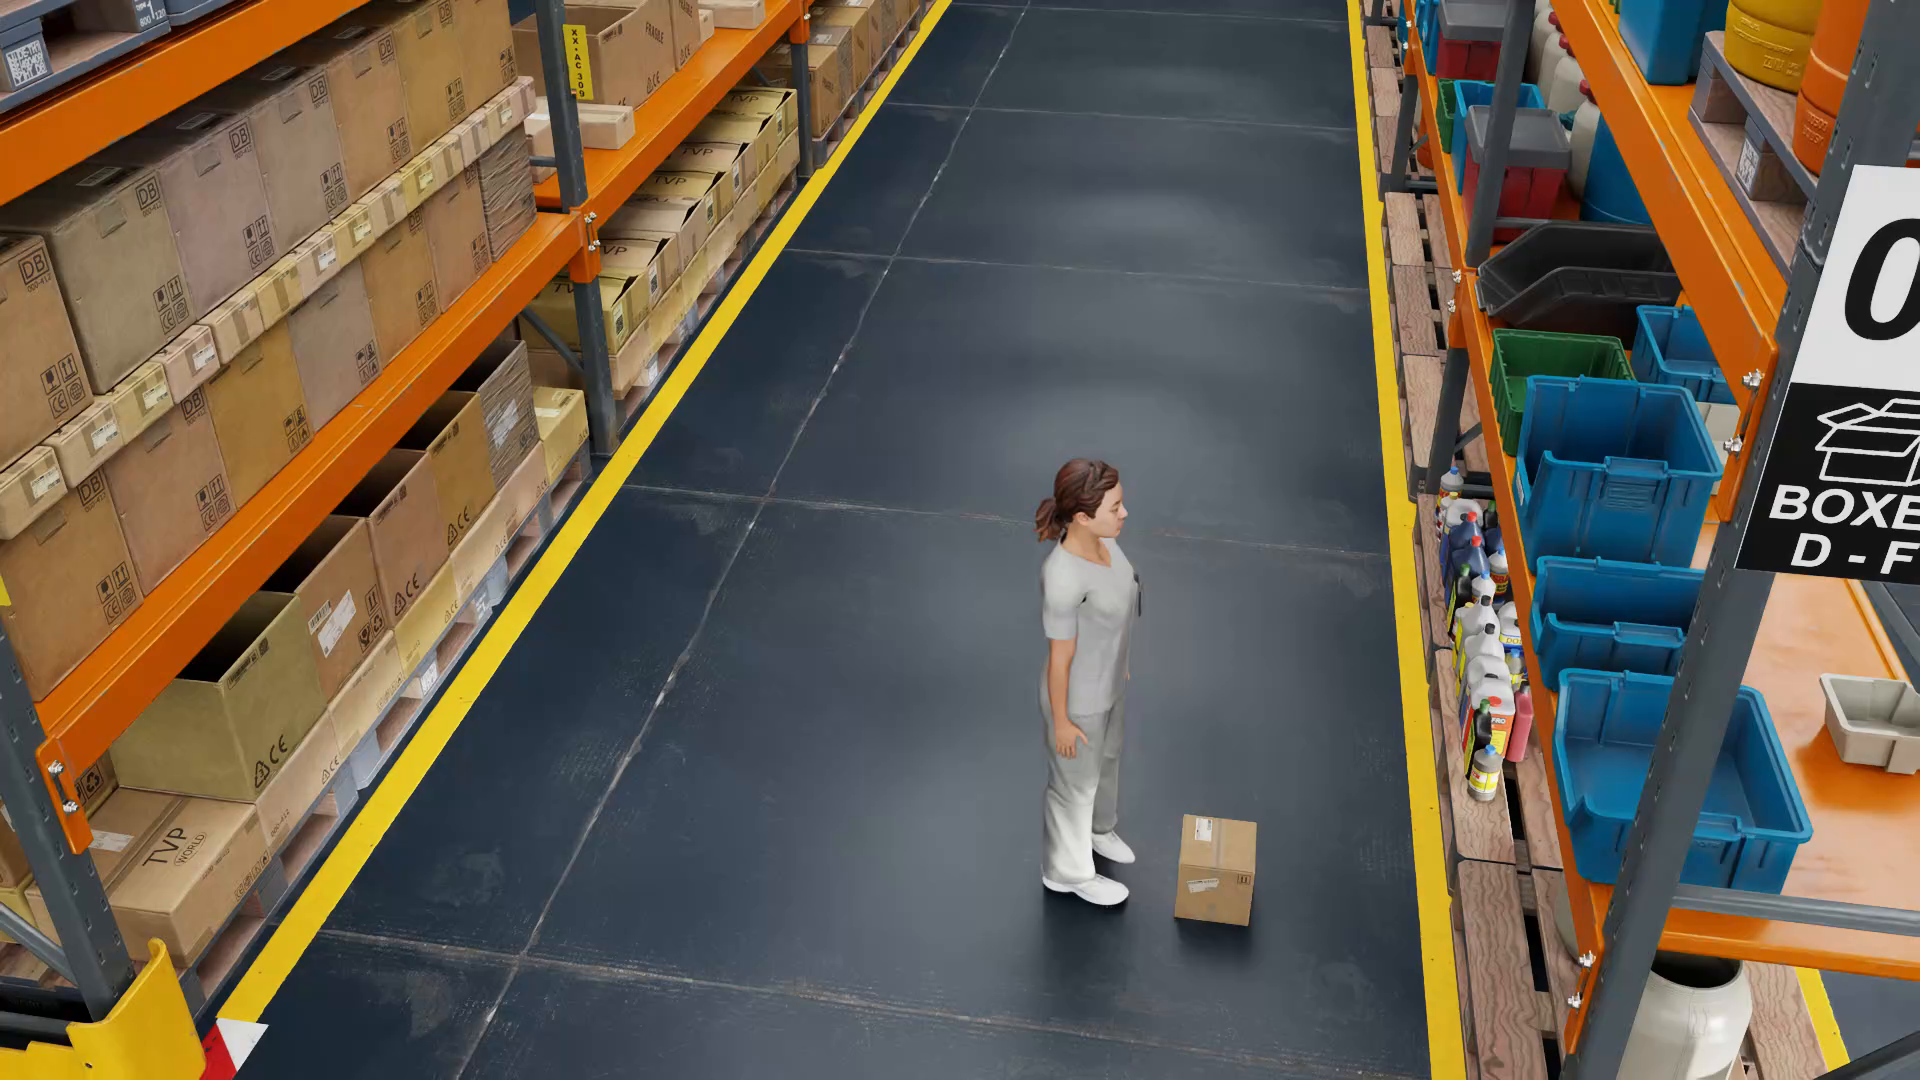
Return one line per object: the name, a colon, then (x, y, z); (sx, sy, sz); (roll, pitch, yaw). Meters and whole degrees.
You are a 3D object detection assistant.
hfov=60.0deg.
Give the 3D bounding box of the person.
person: (0.418, 0.479, 5.400); (0.394, 1.702, 0.525); (11, 34, 16)
